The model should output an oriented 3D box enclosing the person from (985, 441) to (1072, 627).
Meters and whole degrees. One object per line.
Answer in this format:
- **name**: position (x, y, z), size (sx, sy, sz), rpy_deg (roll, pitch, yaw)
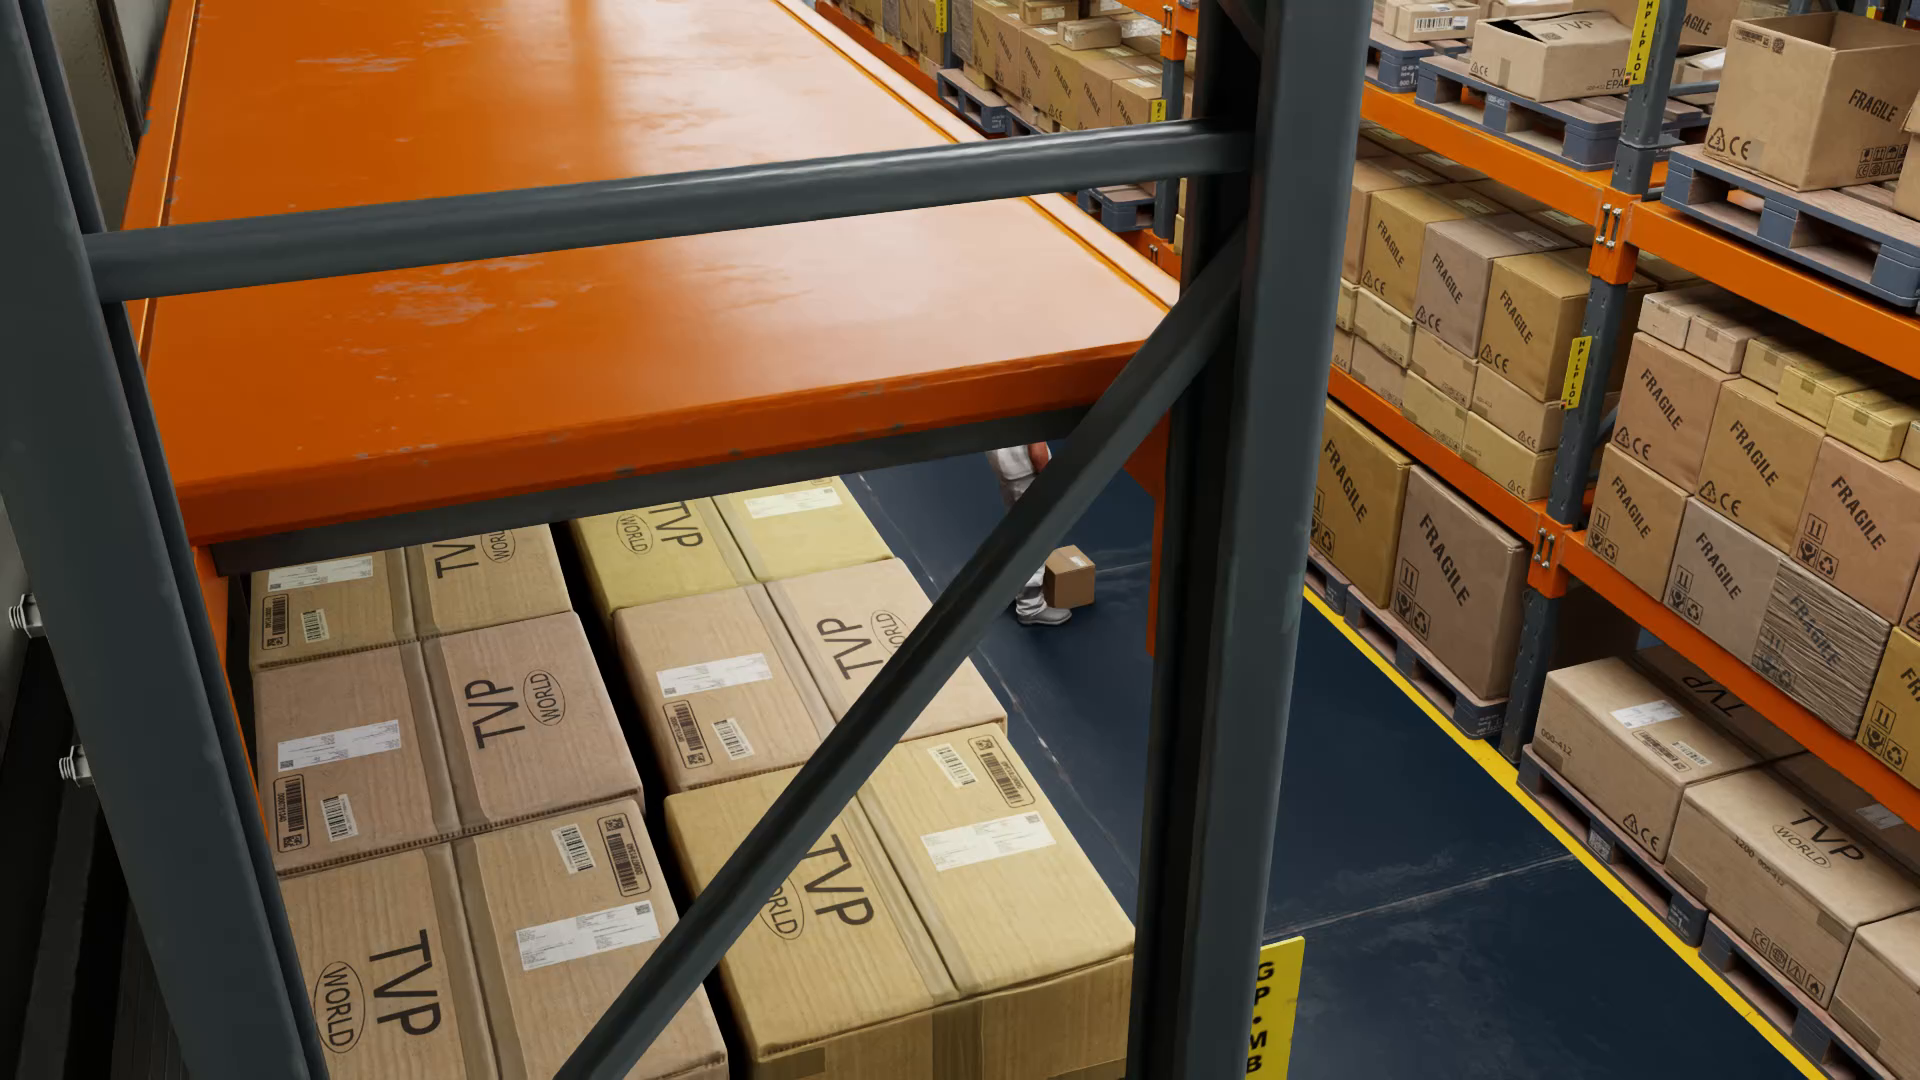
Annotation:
- **person**: position (0.368, -0.407, 8.830), size (0.453, 1.778, 0.604), rpy_deg (-10, 31, -18)
